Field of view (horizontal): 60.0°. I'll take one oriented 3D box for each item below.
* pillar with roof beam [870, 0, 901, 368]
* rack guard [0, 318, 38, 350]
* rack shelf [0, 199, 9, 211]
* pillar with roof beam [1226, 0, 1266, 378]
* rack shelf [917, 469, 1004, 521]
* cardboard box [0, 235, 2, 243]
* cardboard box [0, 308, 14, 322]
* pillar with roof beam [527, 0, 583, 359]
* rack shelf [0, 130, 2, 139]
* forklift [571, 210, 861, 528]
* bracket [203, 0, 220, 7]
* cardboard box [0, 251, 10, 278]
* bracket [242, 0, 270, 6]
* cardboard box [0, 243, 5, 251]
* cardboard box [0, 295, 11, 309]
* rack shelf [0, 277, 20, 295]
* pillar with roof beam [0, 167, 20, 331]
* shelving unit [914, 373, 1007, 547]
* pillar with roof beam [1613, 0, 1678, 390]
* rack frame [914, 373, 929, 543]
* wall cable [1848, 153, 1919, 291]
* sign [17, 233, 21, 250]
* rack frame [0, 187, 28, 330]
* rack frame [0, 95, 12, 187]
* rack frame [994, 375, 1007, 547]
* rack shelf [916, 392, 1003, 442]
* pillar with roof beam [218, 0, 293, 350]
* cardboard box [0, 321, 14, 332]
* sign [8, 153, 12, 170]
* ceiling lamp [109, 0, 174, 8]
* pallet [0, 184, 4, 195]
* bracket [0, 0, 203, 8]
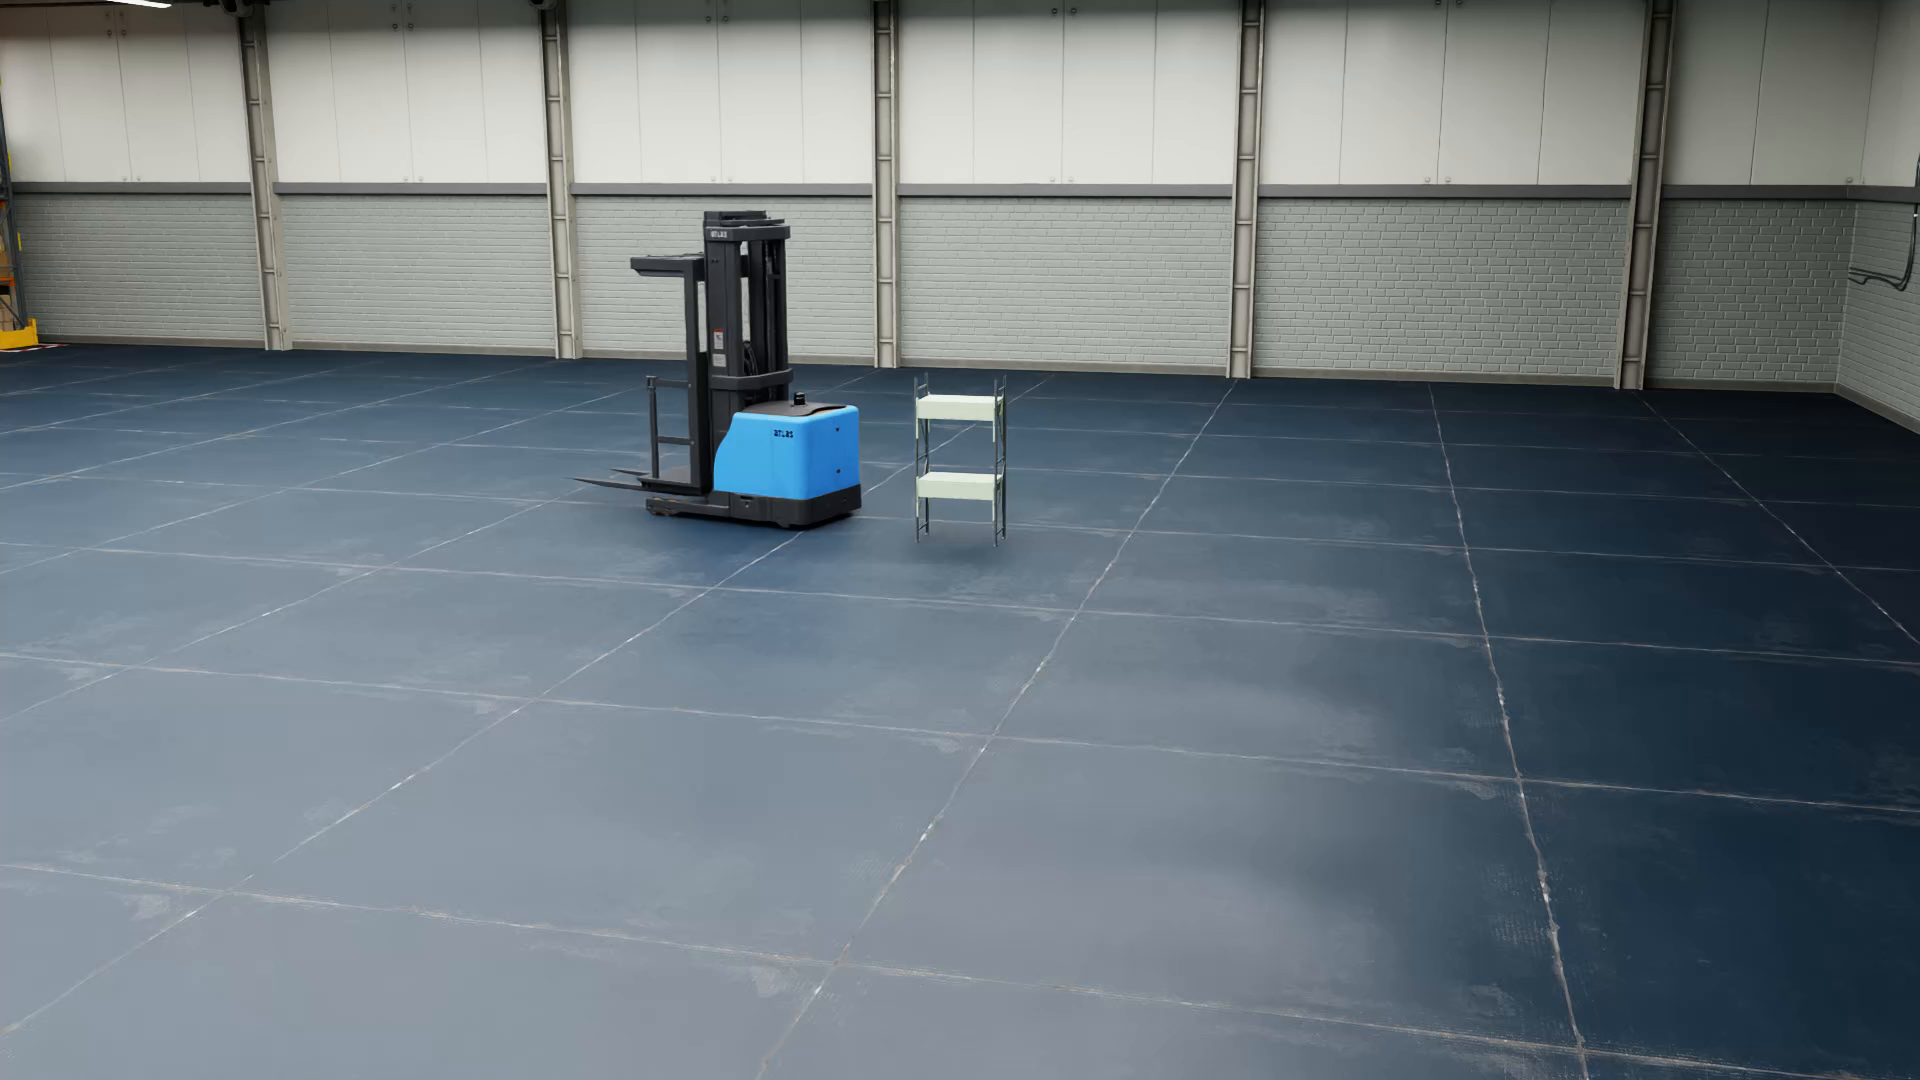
[{"bbox_3d":[-2.276,-6.477,23.652,0.548,9.000,9.100,3,13,14],"label":"pillar with roof beam"},{"bbox_3d":[-18.237,-3.941,31.841,0.348,0.500,1.175,3,13,14],"label":"rack guard"},{"bbox_3d":[-20.202,-6.379,31.796,4.000,0.370,1.077,3,13,14],"label":"rack shelf"},{"bbox_3d":[3.549,-6.166,22.249,0.400,9.000,9.100,3,13,14],"label":"pillar with roof beam"},{"bbox_3d":[0.006,-0.414,15.140,0.720,0.370,0.431,3,13,14],"label":"rack shelf"},{"bbox_3d":[-18.536,-5.735,31.743,0.250,0.149,0.380,3,13,12],"label":"cardboard box"},{"bbox_3d":[-18.667,-4.337,32.081,0.500,0.250,0.500,3,13,15],"label":"cardboard box"},{"bbox_3d":[-8.102,-6.789,25.056,0.548,9.000,9.100,3,13,14],"label":"pillar with roof beam"},{"bbox_3d":[-20.202,-7.648,31.515,4.000,0.370,1.077,3,13,14],"label":"rack shelf"},{"bbox_3d":[-2.509,-1.752,16.362,3.031,2.935,1.130,7,14,28],"label":"forklift"},{"bbox_3d":[-13.383,-9.709,29.910,0.430,0.232,0.235,3,13,14],"label":"bracket"},{"bbox_3d":[-18.675,-5.295,31.944,0.500,0.500,0.500,3,13,15],"label":"cardboard box"},{"bbox_3d":[-12.578,-9.666,29.716,0.430,0.232,0.235,3,13,14],"label":"bracket"},{"bbox_3d":[-18.528,-5.600,31.820,0.250,0.149,0.380,3,13,12],"label":"cardboard box"},{"bbox_3d":[-18.682,-4.578,32.011,0.500,0.250,0.500,3,13,13],"label":"cardboard box"},{"bbox_3d":[-20.202,-4.915,32.121,4.000,0.370,1.077,3,13,14],"label":"rack shelf"},{"bbox_3d":[-19.752,-7.411,27.863,0.400,9.000,9.100,3,13,14],"label":"pillar with roof beam"},{"bbox_3d":[0.006,-0.732,15.070,0.755,1.500,0.431,3,13,14],"label":"shelving unit"},{"bbox_3d":[9.374,-5.854,20.845,0.400,9.000,9.100,3,13,14],"label":"pillar with roof beam"},{"bbox_3d":[-0.349,-0.751,15.155,0.023,1.500,0.400,3,13,14],"label":"rack frame"},{"bbox_3d":[12.949,-4.813,23.320,0.112,2.526,3.097,3,13,14],"label":"wall cable"},{"bbox_3d":[-18.122,-5.740,31.998,0.005,0.325,0.100,3,13,14],"label":"sign"},{"bbox_3d":[-18.261,-5.162,31.576,0.127,3.000,1.000,3,13,14],"label":"rack frame"},{"bbox_3d":[-18.261,-8.091,30.926,0.127,3.000,1.000,3,13,14],"label":"rack frame"},{"bbox_3d":[0.362,-0.713,14.984,0.023,1.500,0.400,3,13,14],"label":"rack frame"},{"bbox_3d":[0.006,-1.113,14.985,0.720,0.370,0.431,3,13,14],"label":"rack shelf"},{"bbox_3d":[-13.927,-7.100,26.459,0.548,9.000,9.100,3,13,14],"label":"pillar with roof beam"},{"bbox_3d":[-18.691,-4.091,32.128,0.500,0.250,0.500,3,13,14],"label":"cardboard box"},{"bbox_3d":[-18.122,-7.208,31.672,0.005,0.325,0.100,3,13,14],"label":"sign"},{"bbox_3d":[-12.600,-9.780,25.060,0.800,3.185,2.000,3,13,14],"label":"ceiling lamp"},{"bbox_3d":[-18.941,-6.626,31.450,1.213,0.211,1.003,3,13,14],"label":"pallet"},{"bbox_3d":[-15.885,-9.843,30.513,4.783,0.066,0.076,3,13,14],"label":"bracket"}]
